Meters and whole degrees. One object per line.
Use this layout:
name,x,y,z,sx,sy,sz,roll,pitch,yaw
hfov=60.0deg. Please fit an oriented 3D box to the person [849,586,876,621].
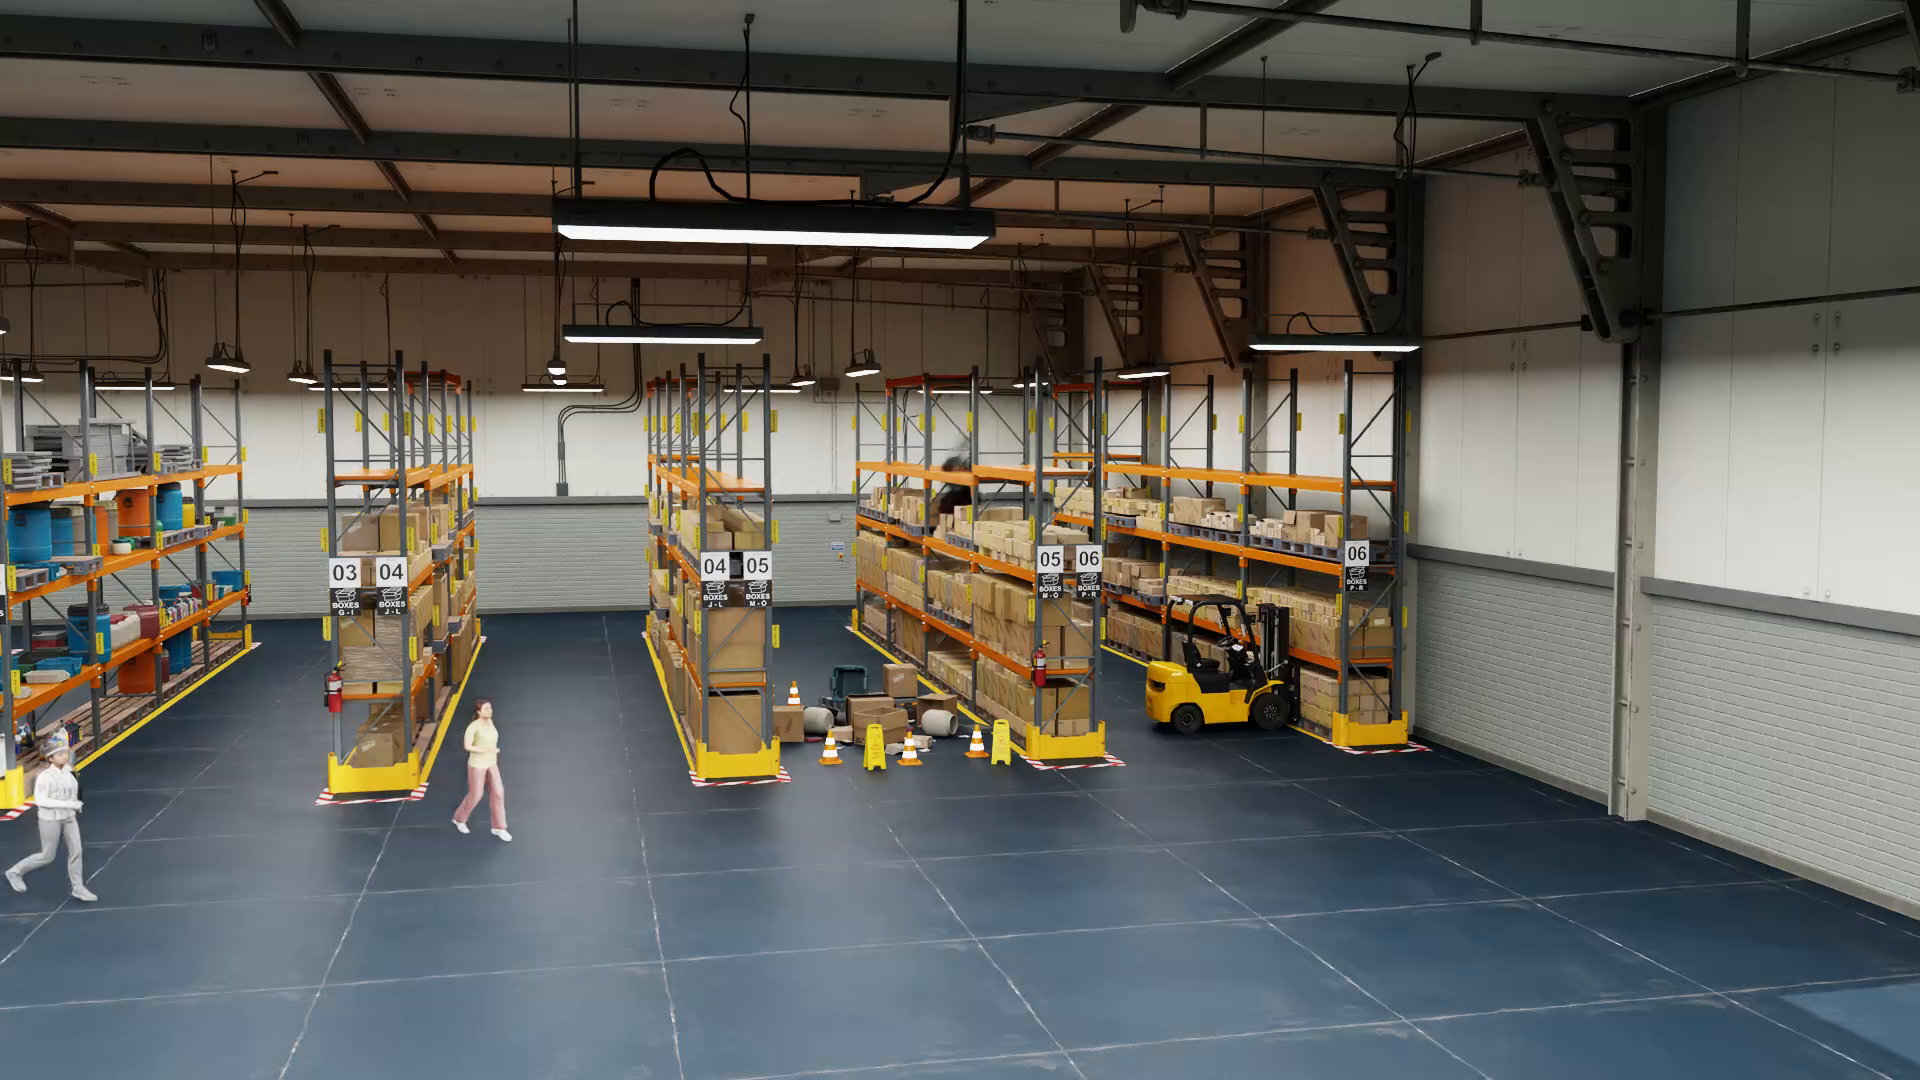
person,-2.396,1.214,41.792,0.930,1.716,0.699,1,4,17

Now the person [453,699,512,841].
person,-5.792,2.766,20.119,0.832,1.711,0.591,2,4,27

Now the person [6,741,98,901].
person,-9.537,2.947,17.475,0.917,1.708,0.588,1,4,10
